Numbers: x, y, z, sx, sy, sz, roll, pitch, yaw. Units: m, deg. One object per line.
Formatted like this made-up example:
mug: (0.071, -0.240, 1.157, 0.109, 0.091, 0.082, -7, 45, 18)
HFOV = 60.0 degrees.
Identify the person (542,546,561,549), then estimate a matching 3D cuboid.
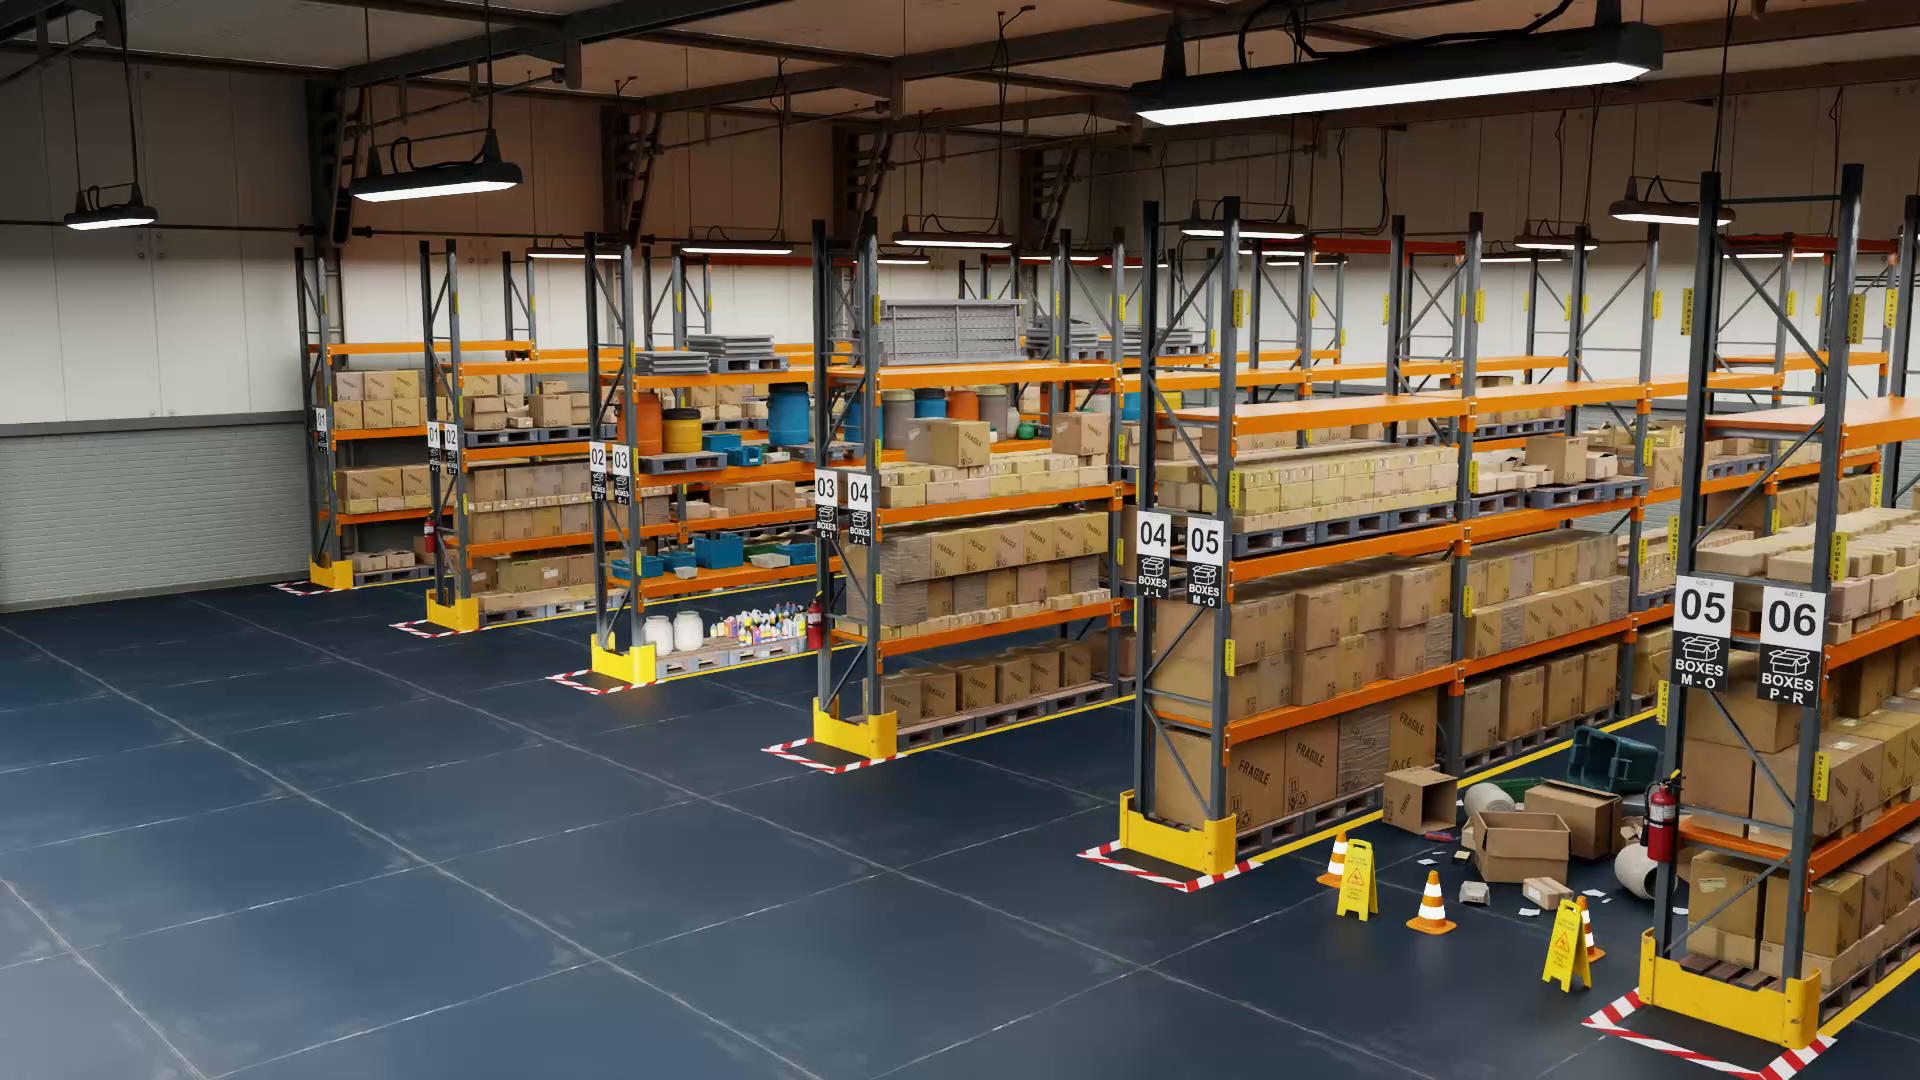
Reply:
person: (-7.305, -0.048, 29.877, 0.654, 1.726, 0.757, 4, 9, 24)

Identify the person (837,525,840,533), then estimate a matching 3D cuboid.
person: (-2.678, -0.655, 34.083, 0.856, 1.706, 0.563, -8, 11, -43)
